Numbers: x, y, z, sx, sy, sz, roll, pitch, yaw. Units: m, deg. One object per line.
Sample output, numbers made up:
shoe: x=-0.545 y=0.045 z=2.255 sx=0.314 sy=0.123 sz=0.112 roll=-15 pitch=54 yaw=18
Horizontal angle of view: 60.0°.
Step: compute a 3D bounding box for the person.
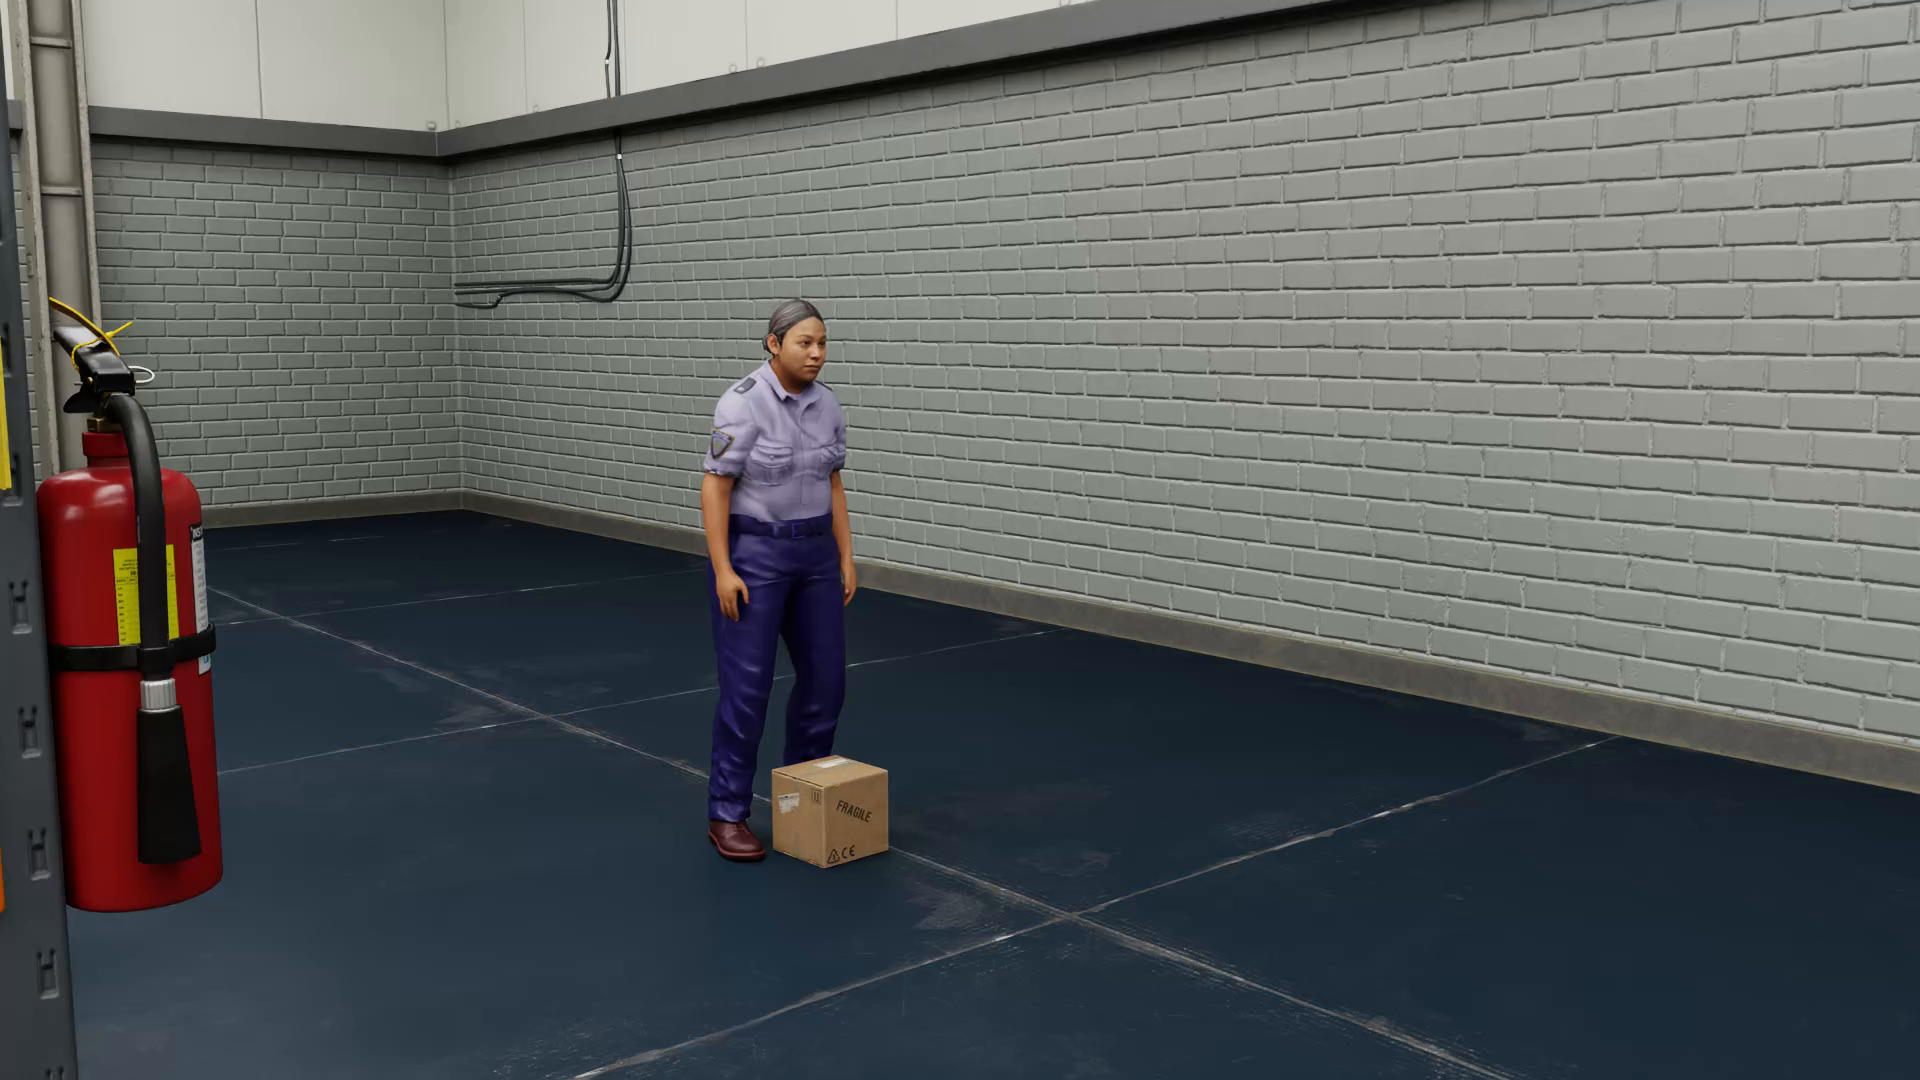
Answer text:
person: x=-0.556 y=0.097 z=5.080 sx=0.552 sy=1.652 sz=0.366 roll=-7 pitch=10 yaw=-42
